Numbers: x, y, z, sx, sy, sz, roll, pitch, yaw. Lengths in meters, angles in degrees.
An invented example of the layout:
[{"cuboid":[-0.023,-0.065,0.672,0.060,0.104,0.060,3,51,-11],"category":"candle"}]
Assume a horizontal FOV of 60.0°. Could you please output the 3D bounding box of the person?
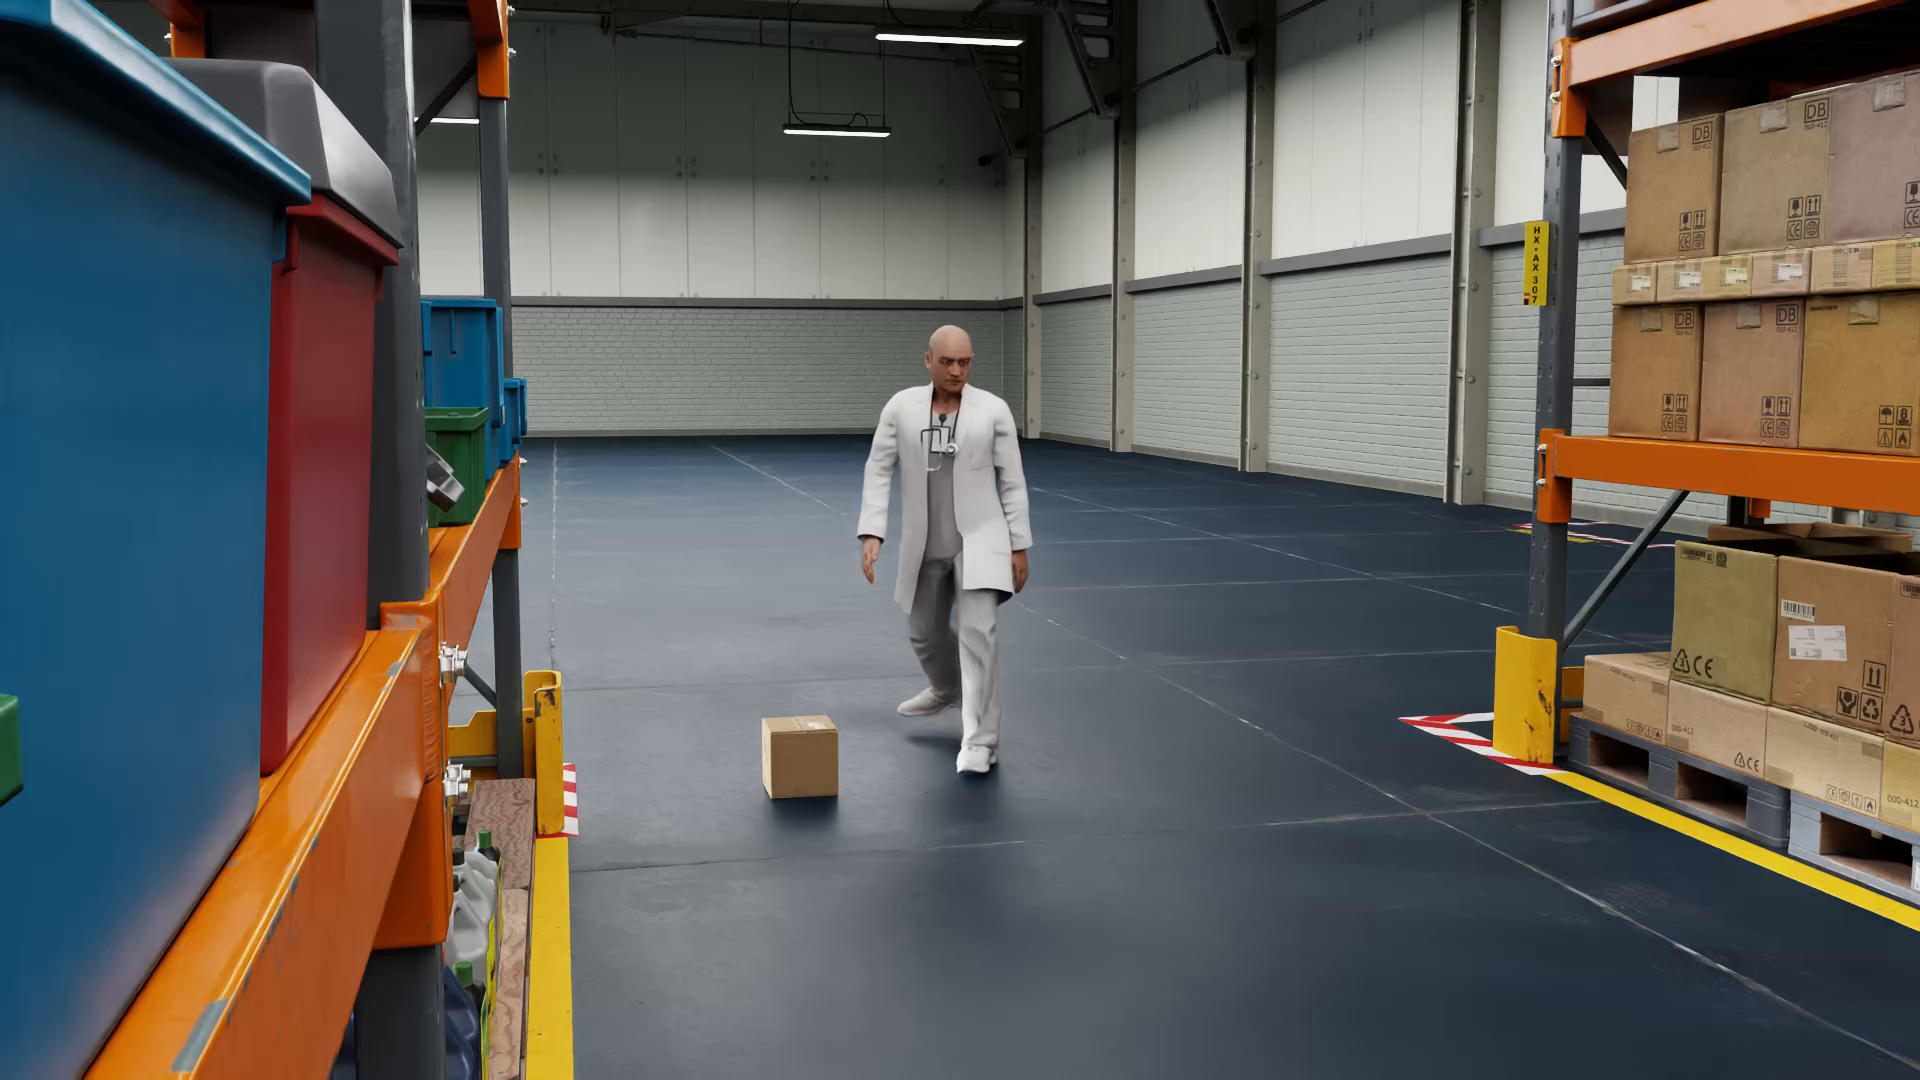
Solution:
[{"cuboid":[-0.028,0.003,6.721,0.661,1.718,0.962,2,6,16],"category":"person"}]
